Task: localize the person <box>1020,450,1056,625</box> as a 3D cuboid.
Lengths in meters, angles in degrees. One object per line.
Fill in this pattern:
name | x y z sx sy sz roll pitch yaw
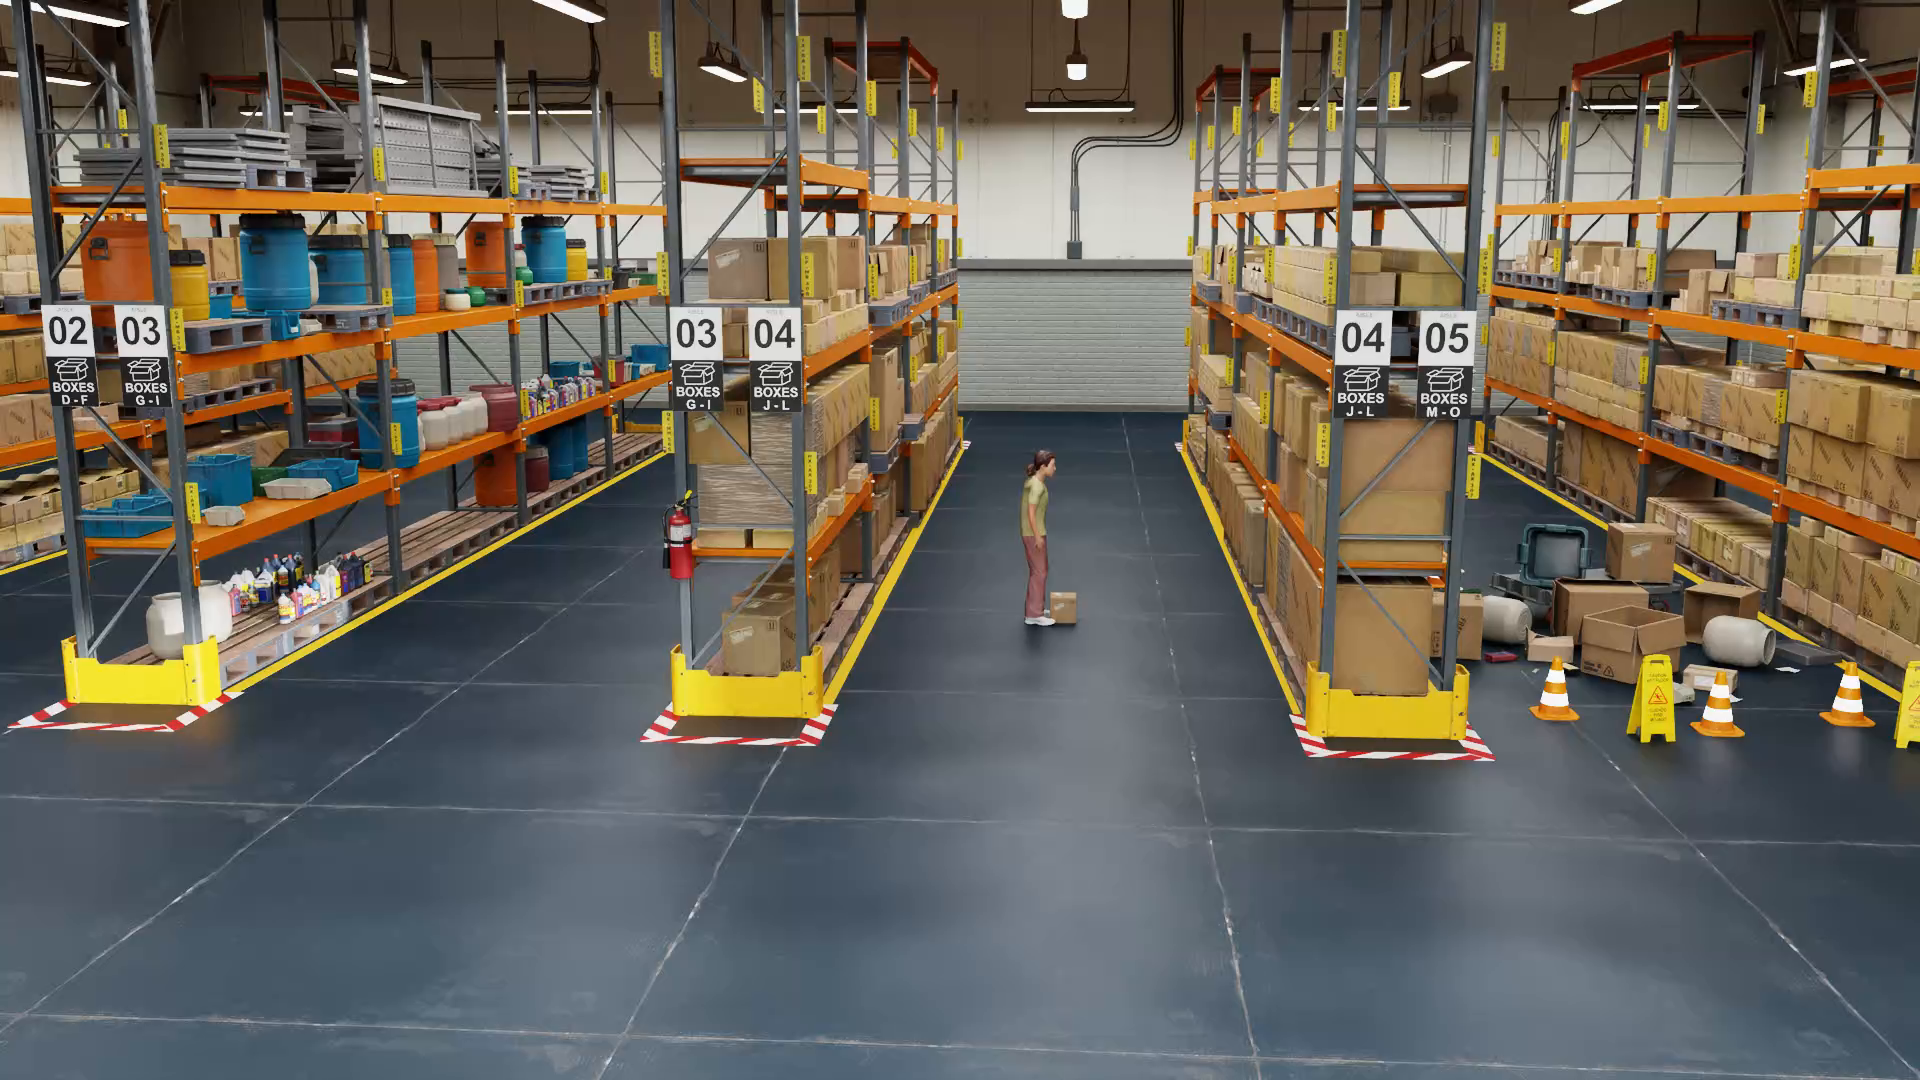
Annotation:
person | 0.760 -0.037 16.124 0.358 1.673 0.499 1 11 4
